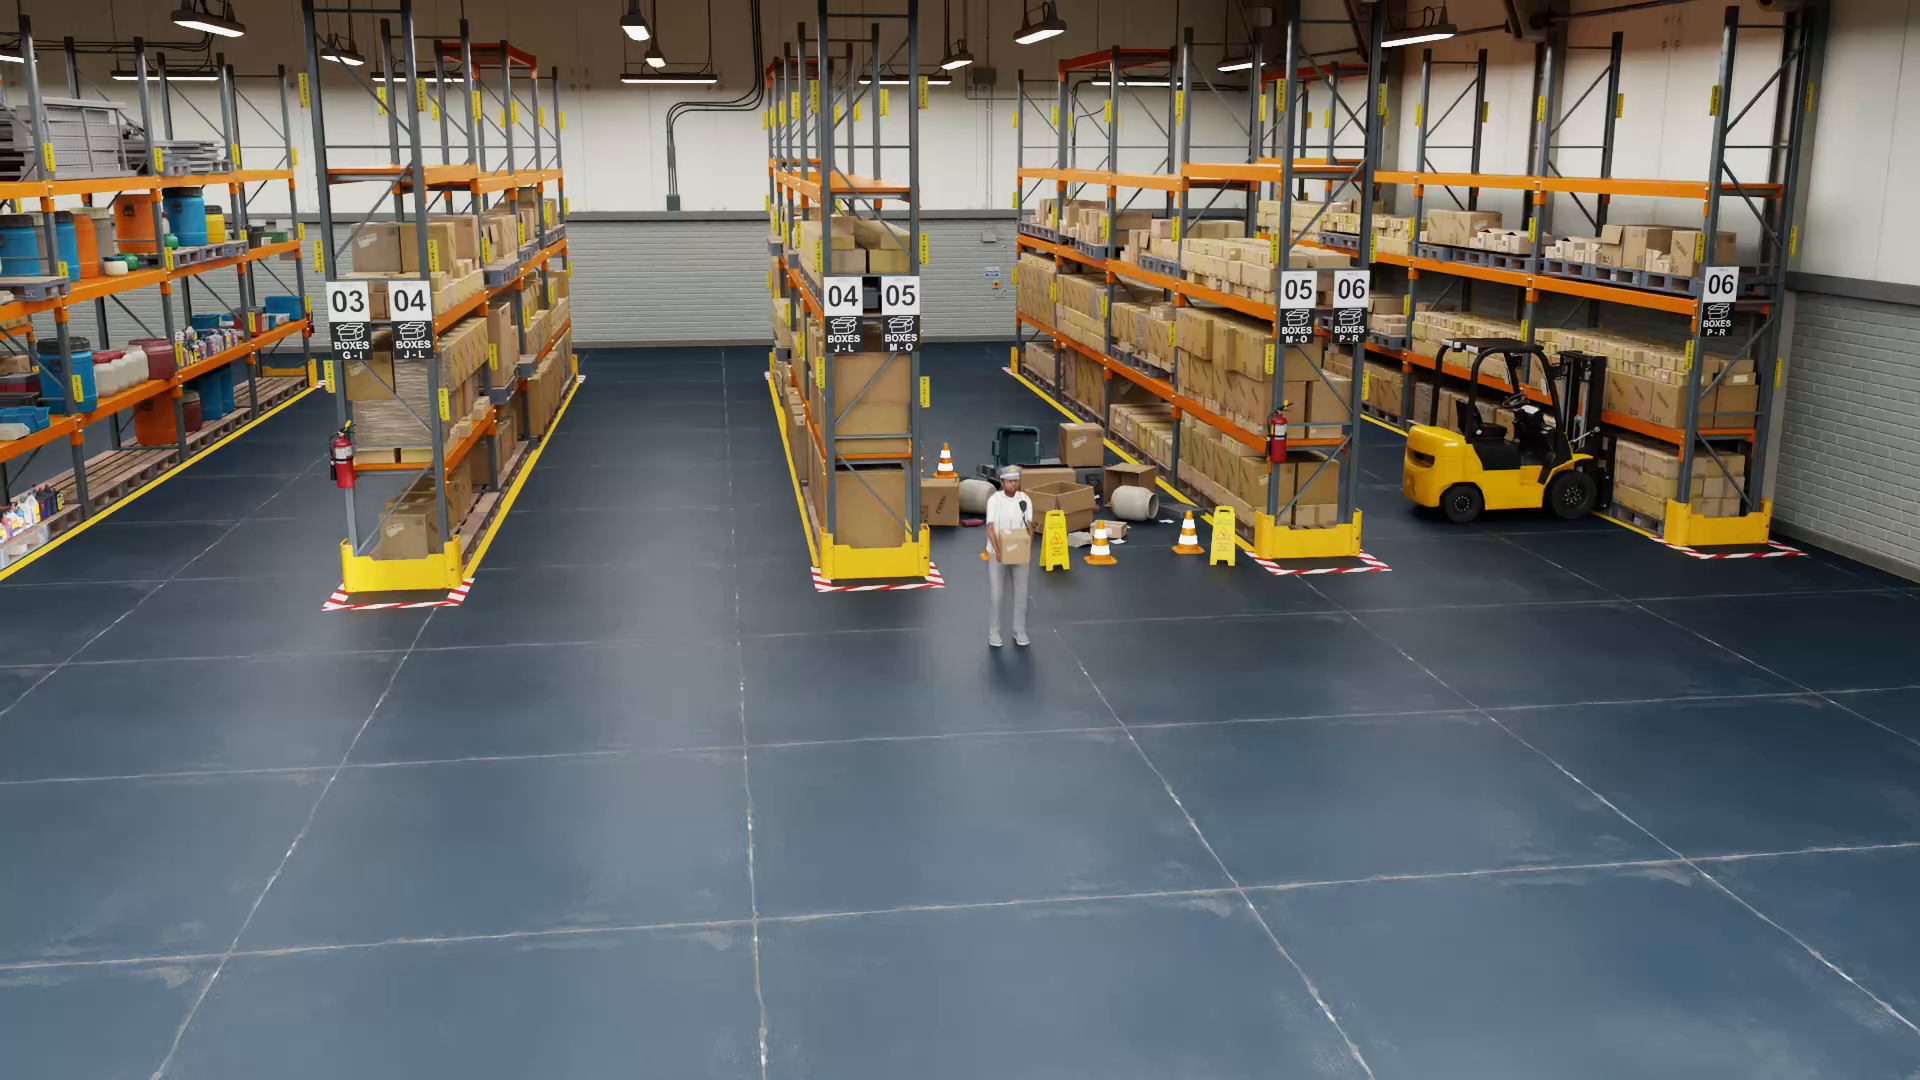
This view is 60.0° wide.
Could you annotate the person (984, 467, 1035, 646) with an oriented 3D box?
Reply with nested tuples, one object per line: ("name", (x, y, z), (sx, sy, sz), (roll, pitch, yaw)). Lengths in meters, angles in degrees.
("person", (0.451, 0.133, 15.394), (0.492, 1.672, 0.370), (-2, 13, -10))
